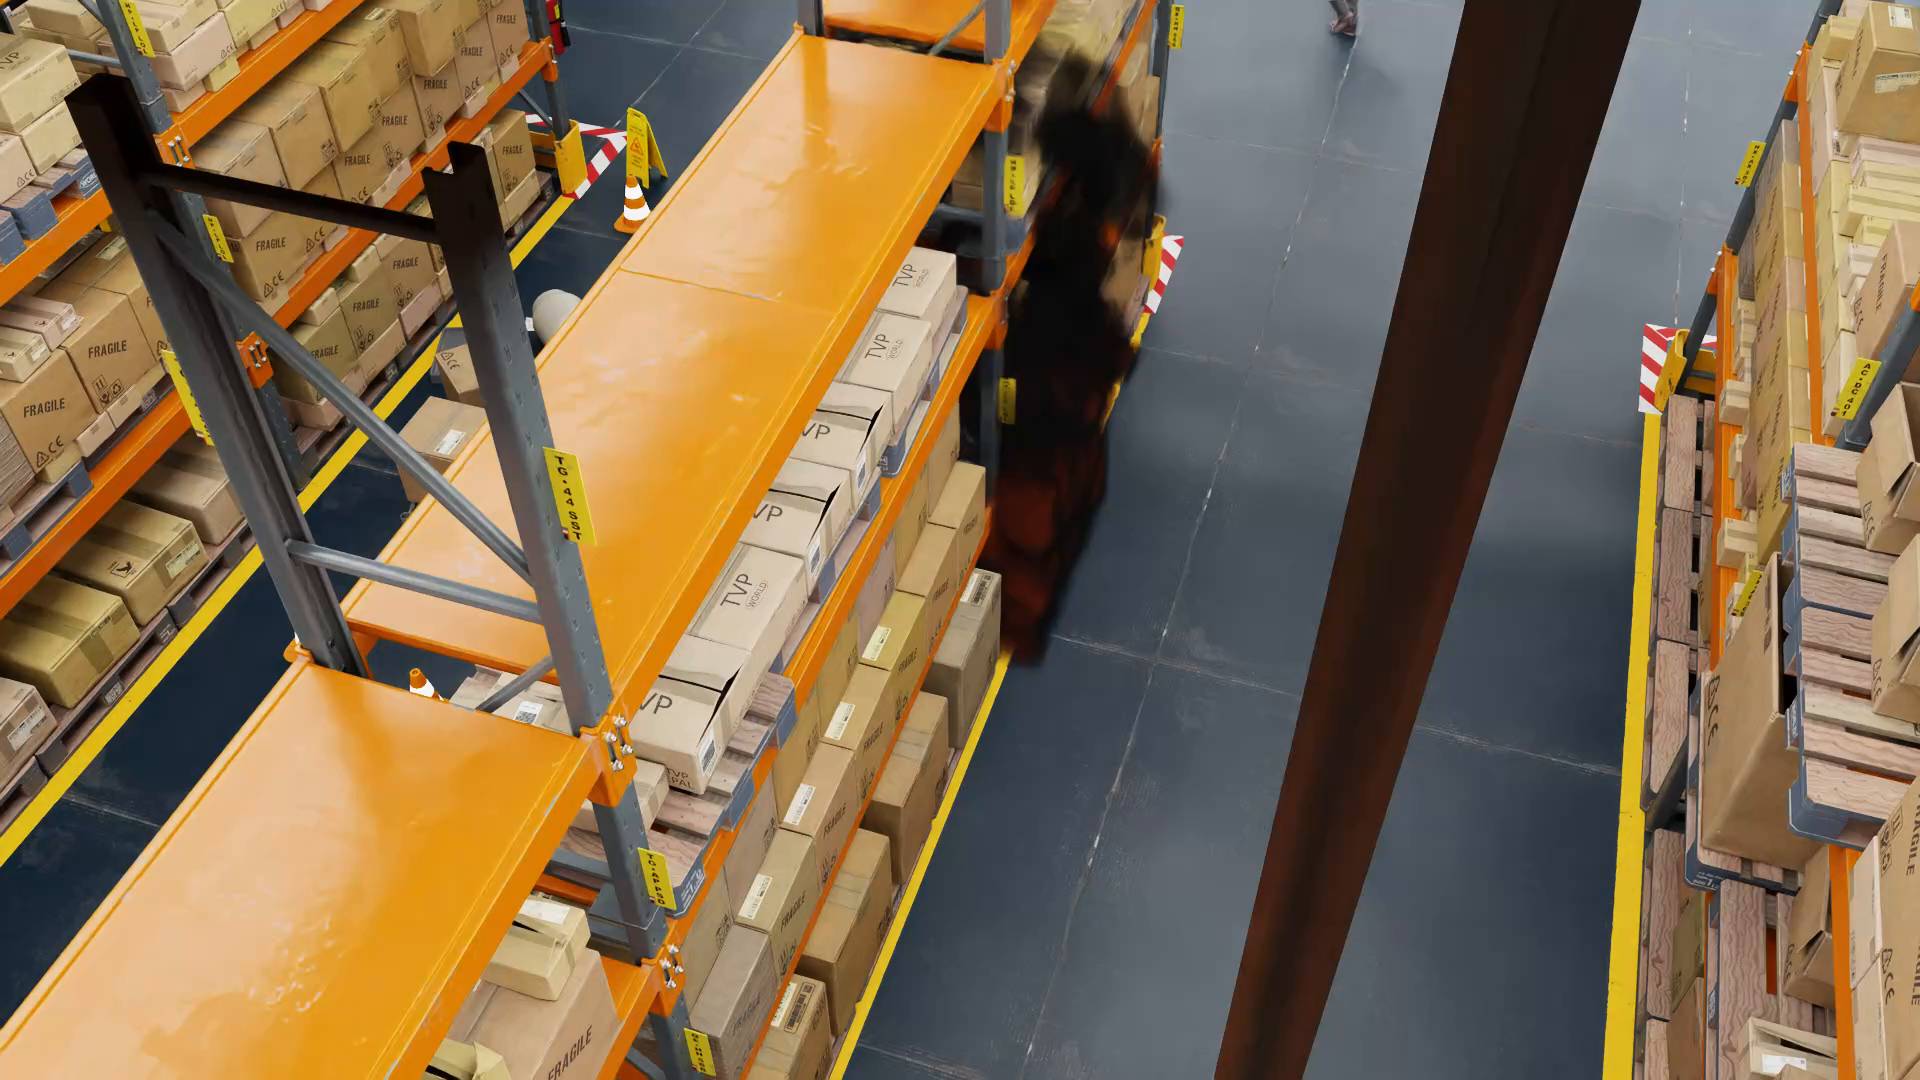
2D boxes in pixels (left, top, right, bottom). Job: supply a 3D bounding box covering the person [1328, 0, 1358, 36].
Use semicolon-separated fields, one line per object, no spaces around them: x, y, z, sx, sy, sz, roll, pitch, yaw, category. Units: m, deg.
3.568;-5.477;15.355;0.566;1.600;0.539;-25;51;-23;person
